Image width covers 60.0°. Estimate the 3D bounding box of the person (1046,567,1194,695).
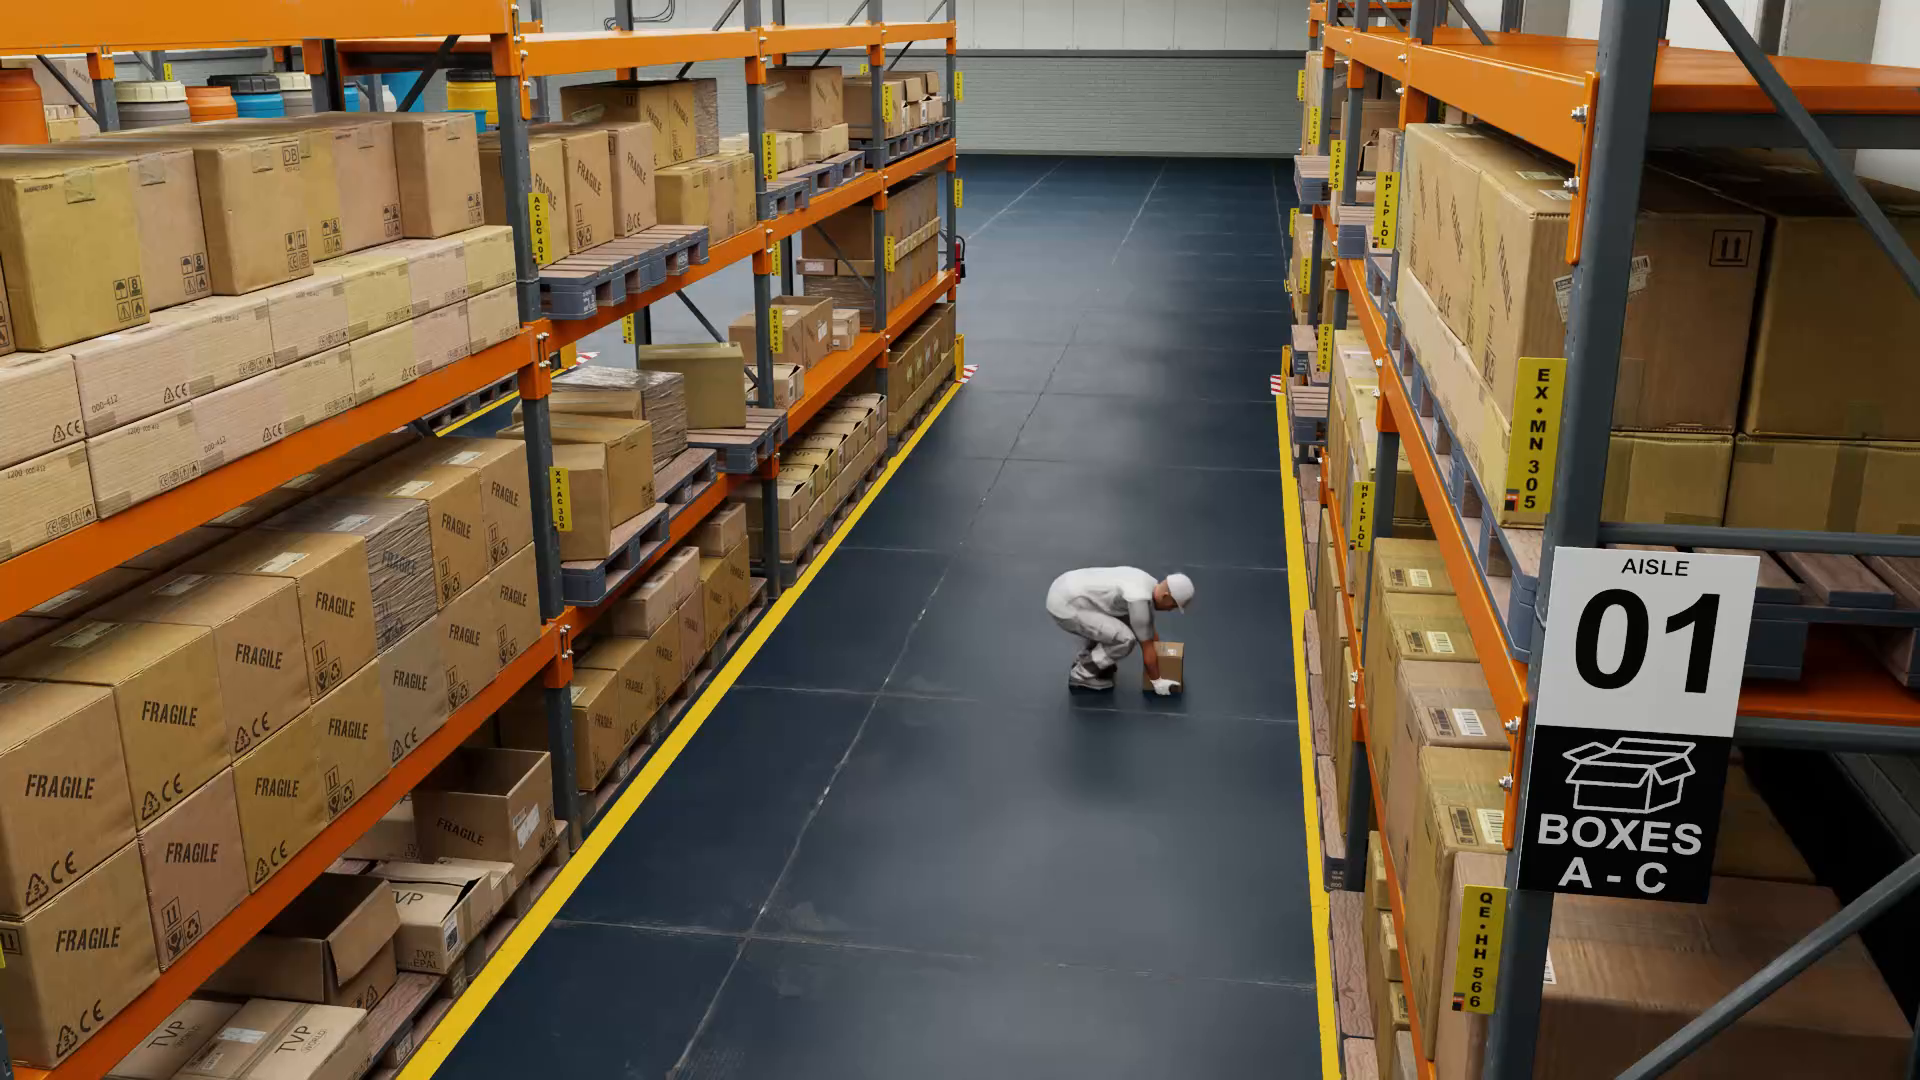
[{"bbox_3d":[1.040,0.579,10.903,0.961,0.804,0.523,2,18,7],"label":"person"}]
